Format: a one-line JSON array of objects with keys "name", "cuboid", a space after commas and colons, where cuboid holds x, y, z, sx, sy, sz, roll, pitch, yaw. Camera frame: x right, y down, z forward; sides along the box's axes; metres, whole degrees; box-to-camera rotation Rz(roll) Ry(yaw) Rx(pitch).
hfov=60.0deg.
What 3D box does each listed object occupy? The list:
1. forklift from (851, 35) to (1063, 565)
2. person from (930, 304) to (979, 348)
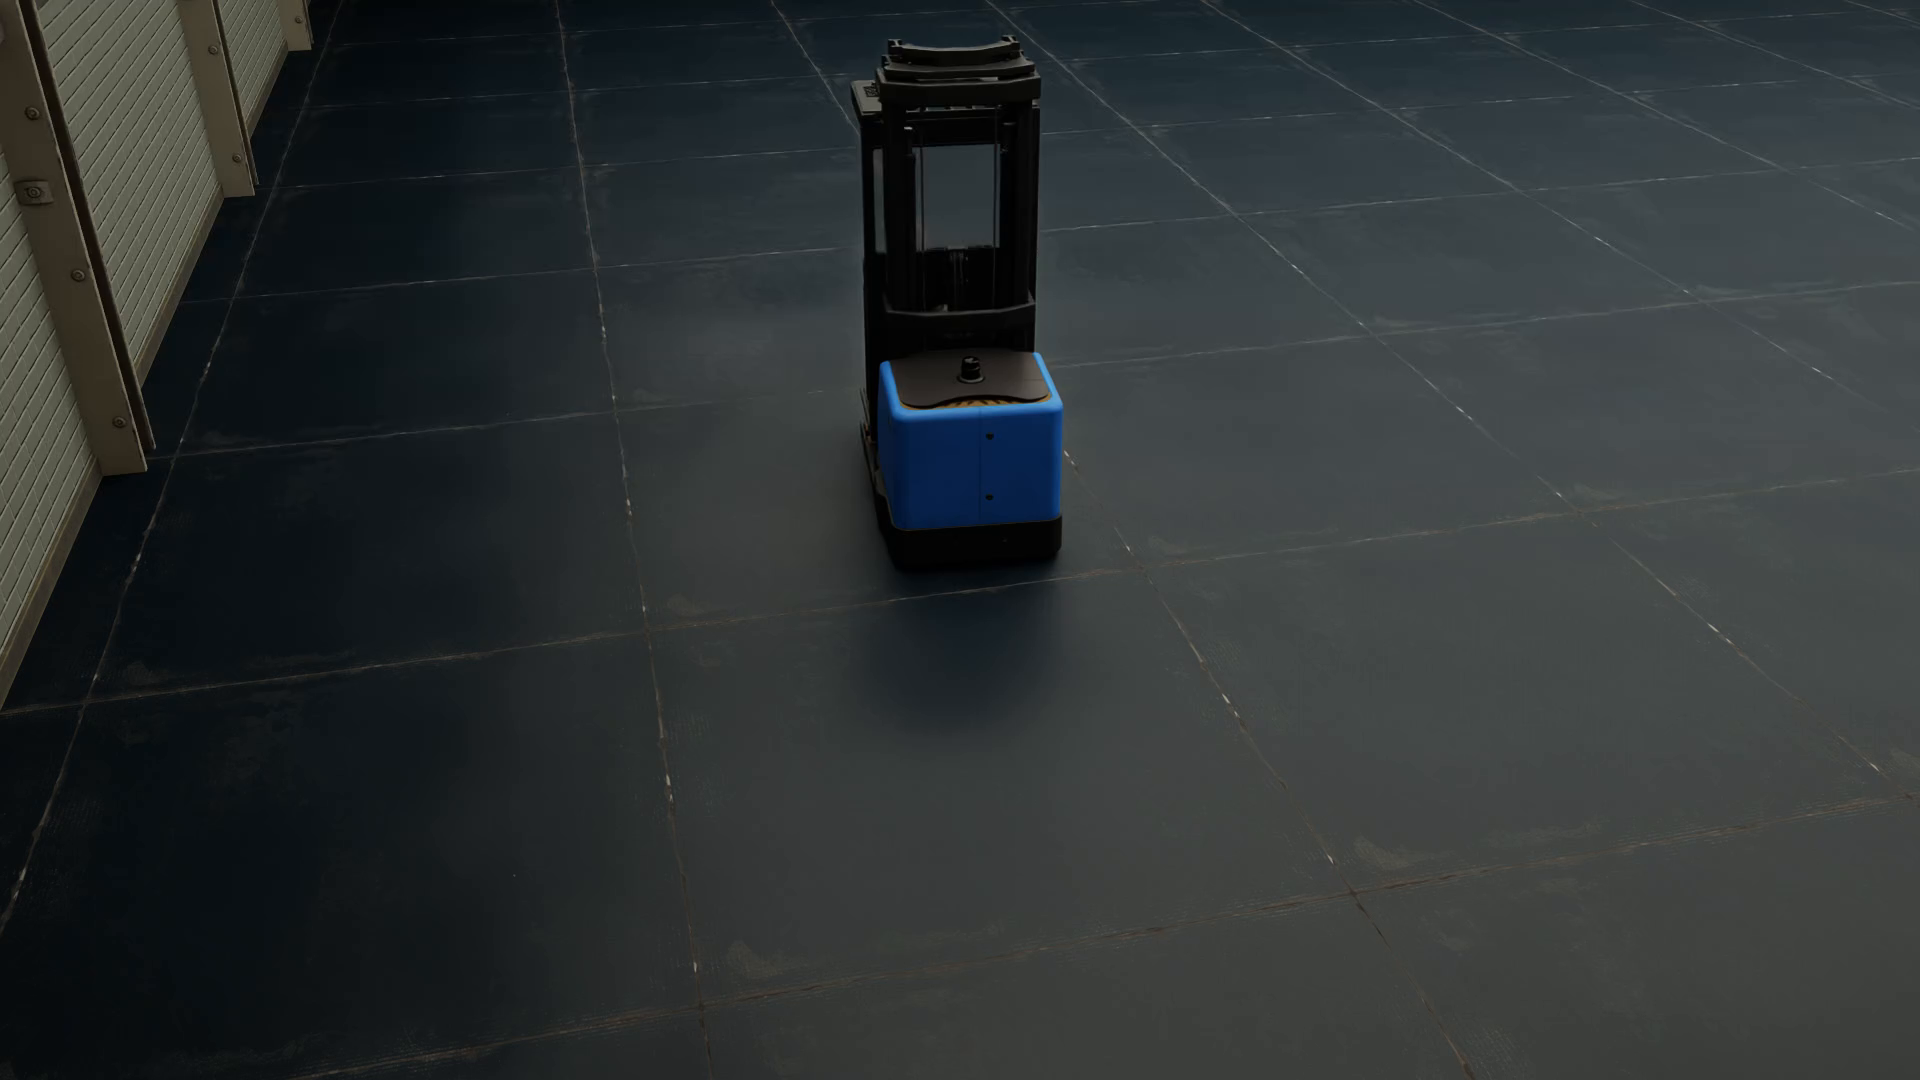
[{"name": "forklift", "cuboid": [-0.095, -1.837, 10.747, 1.130, 2.935, 3.031, -4, 30, -7]}, {"name": "person", "cuboid": [-0.093, -1.169, 11.046, 0.731, 1.557, 0.569, 22, 37, 33]}]
